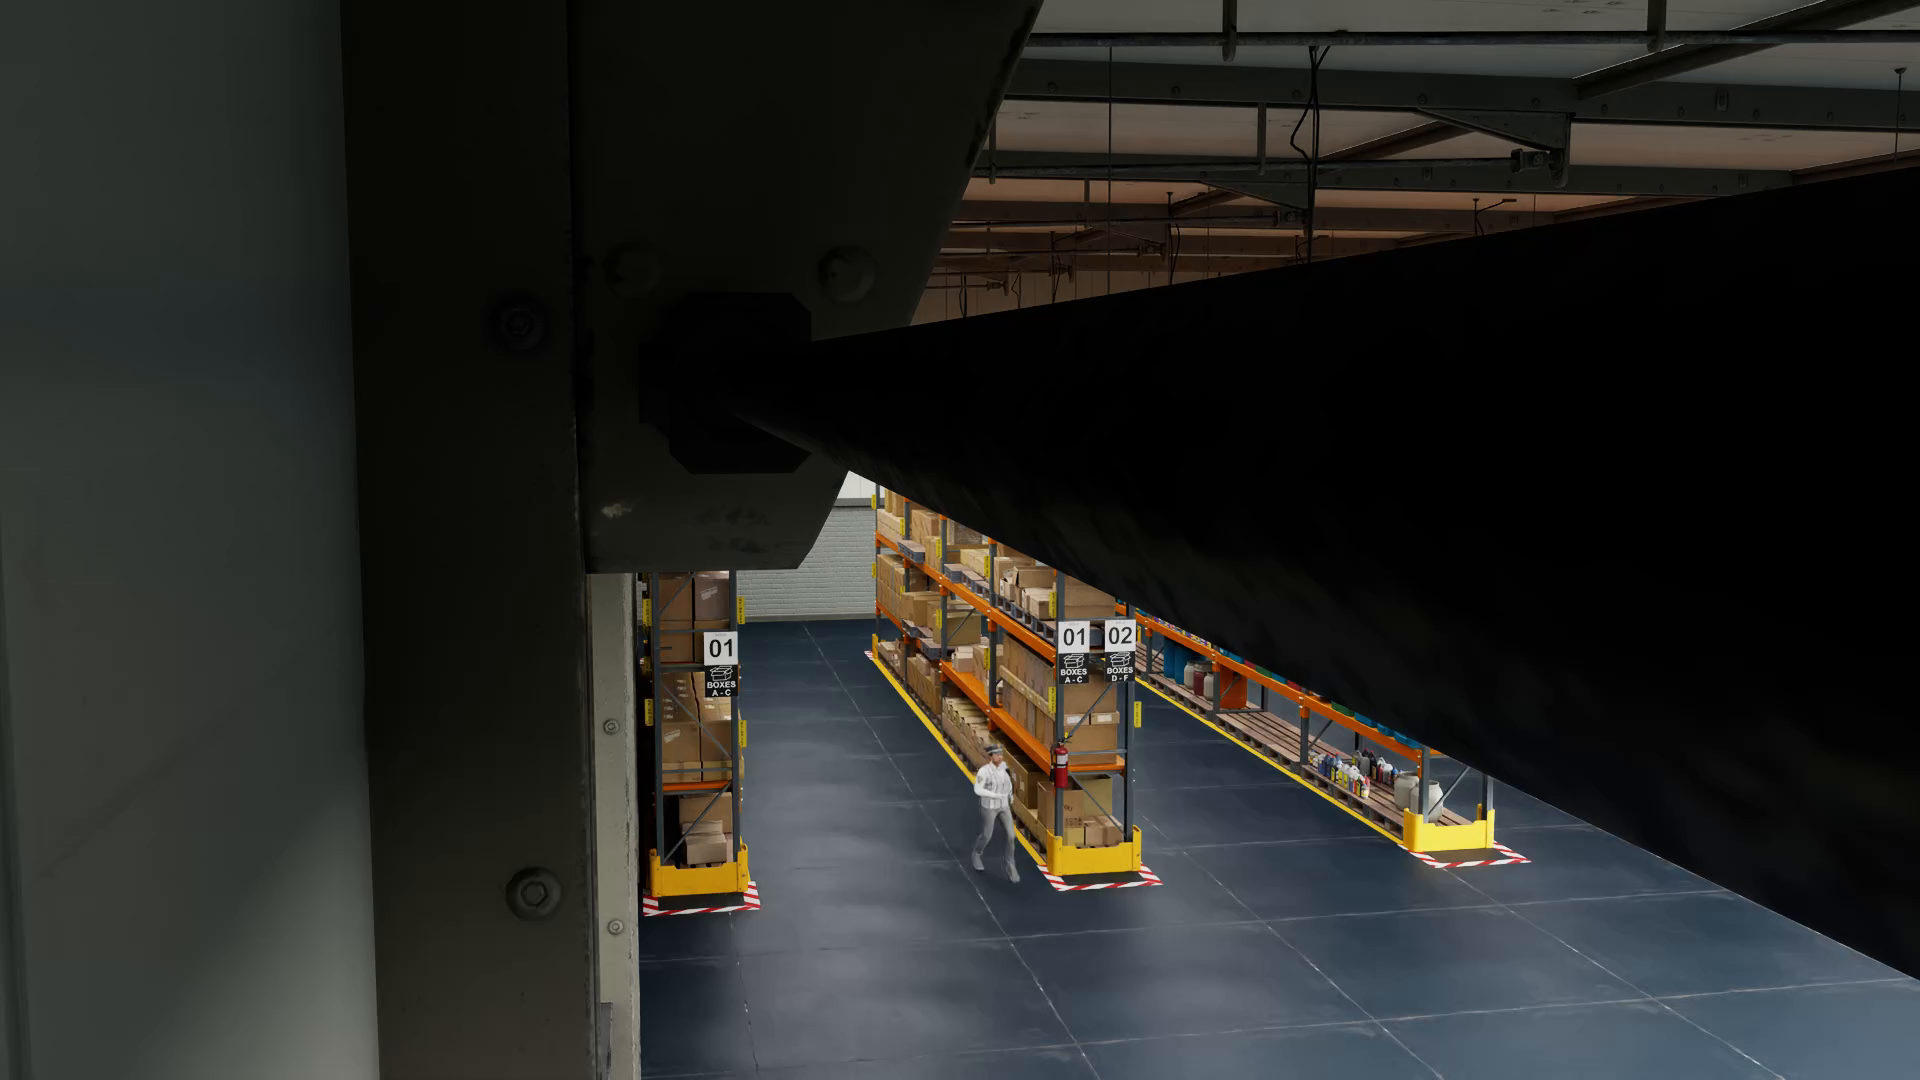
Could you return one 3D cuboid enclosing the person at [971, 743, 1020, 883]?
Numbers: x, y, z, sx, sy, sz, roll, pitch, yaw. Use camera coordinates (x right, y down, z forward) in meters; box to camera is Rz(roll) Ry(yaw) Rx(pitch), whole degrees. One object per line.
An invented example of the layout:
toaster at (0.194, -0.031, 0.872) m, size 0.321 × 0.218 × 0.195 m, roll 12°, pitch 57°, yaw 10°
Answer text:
person at (0.423, 3.367, 20.746) m, size 0.646 × 1.747 × 0.785 m, roll -4°, pitch 7°, yaw -33°
